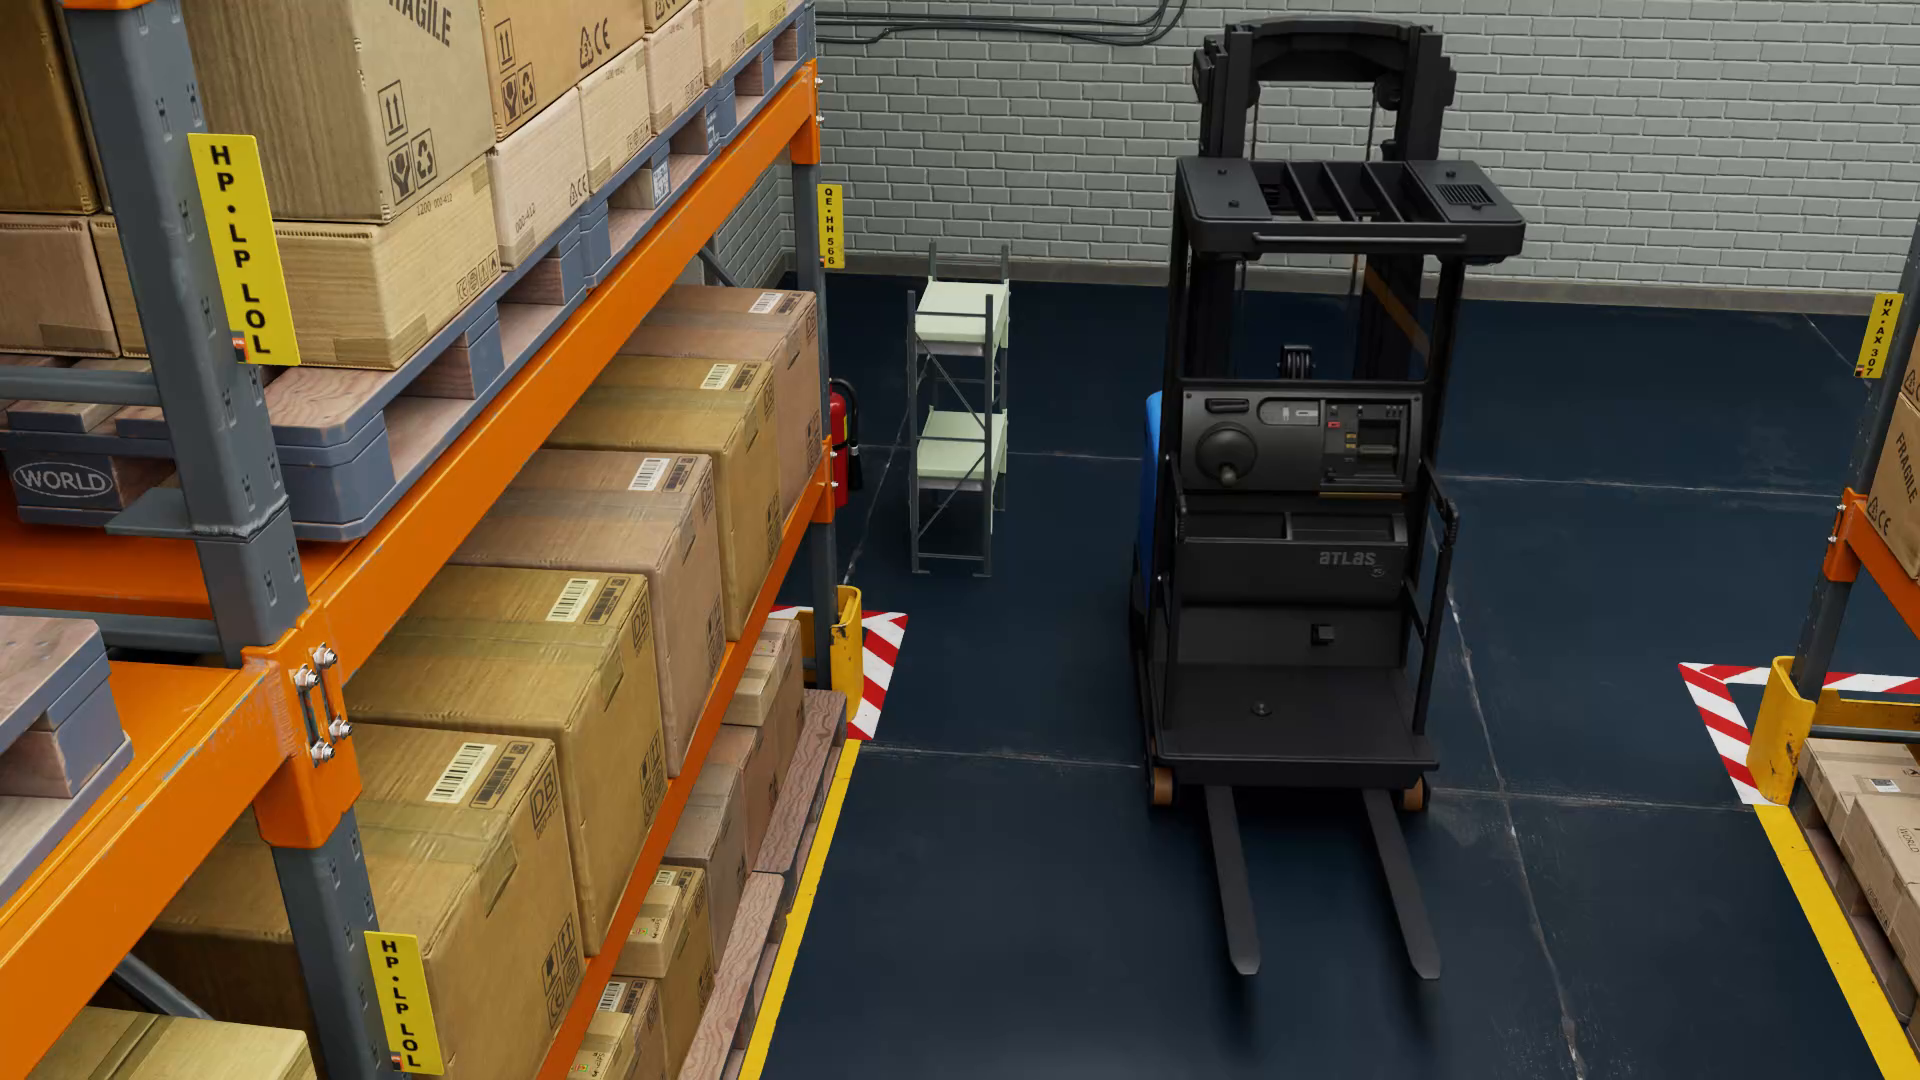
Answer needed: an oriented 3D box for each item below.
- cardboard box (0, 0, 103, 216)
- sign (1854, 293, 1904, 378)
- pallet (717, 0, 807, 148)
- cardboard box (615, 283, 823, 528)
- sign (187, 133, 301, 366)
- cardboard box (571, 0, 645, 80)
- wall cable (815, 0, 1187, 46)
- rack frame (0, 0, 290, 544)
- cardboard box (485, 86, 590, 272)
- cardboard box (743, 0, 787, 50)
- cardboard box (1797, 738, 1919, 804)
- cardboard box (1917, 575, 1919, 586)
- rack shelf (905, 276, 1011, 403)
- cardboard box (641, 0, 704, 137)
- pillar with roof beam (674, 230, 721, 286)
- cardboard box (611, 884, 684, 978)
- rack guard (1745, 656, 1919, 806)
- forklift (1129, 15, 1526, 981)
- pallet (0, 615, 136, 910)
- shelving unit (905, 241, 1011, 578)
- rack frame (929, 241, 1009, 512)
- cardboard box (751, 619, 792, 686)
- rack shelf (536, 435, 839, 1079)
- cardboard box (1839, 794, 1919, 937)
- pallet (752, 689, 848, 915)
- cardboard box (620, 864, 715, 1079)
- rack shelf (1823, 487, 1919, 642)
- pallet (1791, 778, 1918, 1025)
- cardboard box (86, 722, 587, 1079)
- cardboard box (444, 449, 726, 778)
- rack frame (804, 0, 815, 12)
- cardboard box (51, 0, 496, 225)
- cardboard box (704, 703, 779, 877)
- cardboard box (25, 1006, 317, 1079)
[{"bbox_3d":[-1.667,-0.889,2.894,0.500,0.500,0.500,3,28,6],"label":"cardboard box"},{"bbox_3d":[3.347,-0.742,6.053,0.100,0.325,0.005,3,28,6],"label":"sign"},{"bbox_3d":[-1.111,-1.548,5.391,1.003,0.211,1.213,3,28,6],"label":"pallet"},{"bbox_3d":[-1.083,-0.507,6.213,0.980,0.700,0.700,5,29,9],"label":"cardboard box"},{"bbox_3d":[-0.981,-0.393,2.277,0.100,0.325,0.005,3,28,6],"label":"sign"},{"bbox_3d":[-1.043,-1.341,3.733,0.500,0.500,0.500,4,29,7],"label":"cardboard box"},{"bbox_3d":[0.017,-4.532,10.948,3.097,2.526,0.112,3,28,6],"label":"wall cable"},{"bbox_3d":[-1.521,-1.374,1.813,1.000,3.000,0.127,3,28,6],"label":"rack frame"},{"bbox_3d":[-1.098,-0.766,3.456,0.500,0.250,0.500,3,28,5],"label":"cardboard box"},{"bbox_3d":[-0.857,-1.739,5.263,0.500,0.250,0.500,4,29,8],"label":"cardboard box"},{"bbox_3d":[3.494,0.909,6.443,0.380,0.149,0.250,3,28,6],"label":"cardboard box"},{"bbox_3d":[3.512,0.063,5.365,0.500,0.500,0.500,3,28,6],"label":"cardboard box"},{"bbox_3d":[-0.001,-1.001,8.203,0.431,0.370,0.720,3,28,6],"label":"rack shelf"},{"bbox_3d":[-0.979,-1.249,4.353,0.500,0.250,0.500,3,28,5],"label":"cardboard box"},{"bbox_3d":[2.714,-4.328,7.296,9.100,9.000,0.400,3,28,6],"label":"pillar with roof beam"},{"bbox_3d":[-1.041,1.154,4.953,0.380,0.149,0.250,3,28,5],"label":"cardboard box"},{"bbox_3d":[3.877,0.806,6.726,1.175,0.500,0.348,3,28,6],"label":"rack guard"},{"bbox_3d":[1.326,-0.349,6.308,1.130,2.935,3.031,1,28,2],"label":"forklift"},{"bbox_3d":[-1.584,0.465,1.763,0.805,0.209,1.217,2,28,4],"label":"pallet"},{"bbox_3d":[-0.001,-0.657,8.388,0.431,1.500,0.755,3,28,6],"label":"shelving unit"},{"bbox_3d":[0.044,-0.829,8.708,0.400,1.500,0.023,3,28,6],"label":"rack frame"},{"bbox_3d":[-0.852,0.420,6.316,0.380,0.149,0.250,3,28,6],"label":"cardboard box"},{"bbox_3d":[-1.276,0.642,5.154,1.077,0.370,4.000,3,28,6],"label":"rack shelf"},{"bbox_3d":[3.477,1.162,5.866,0.500,0.250,0.500,3,28,6],"label":"cardboard box"},{"bbox_3d":[-1.051,0.993,6.685,1.003,0.211,1.213,3,28,6],"label":"pallet"},{"bbox_3d":[-1.198,1.359,5.258,0.700,0.500,0.500,4,29,7],"label":"cardboard box"},{"bbox_3d":[3.641,0.928,4.623,1.077,0.370,4.000,3,28,6],"label":"rack shelf"},{"bbox_3d":[3.780,1.309,6.098,1.003,0.211,1.213,3,28,6],"label":"pallet"},{"bbox_3d":[-1.438,0.880,3.637,0.980,0.700,0.700,4,29,7],"label":"cardboard box"},{"bbox_3d":[-1.264,0.194,4.911,0.980,0.700,0.700,2,28,4],"label":"cardboard box"},{"bbox_3d":[-1.031,-3.257,5.308,1.000,3.000,0.127,3,28,6],"label":"rack frame"},{"bbox_3d":[-1.155,-0.866,2.852,0.500,0.500,0.500,3,28,6],"label":"cardboard box"},{"bbox_3d":[-1.079,0.870,6.165,0.700,0.500,0.500,3,28,6],"label":"cardboard box"},{"bbox_3d":[-1.324,0.988,2.523,0.500,0.250,0.500,4,29,7],"label":"cardboard box"}]
